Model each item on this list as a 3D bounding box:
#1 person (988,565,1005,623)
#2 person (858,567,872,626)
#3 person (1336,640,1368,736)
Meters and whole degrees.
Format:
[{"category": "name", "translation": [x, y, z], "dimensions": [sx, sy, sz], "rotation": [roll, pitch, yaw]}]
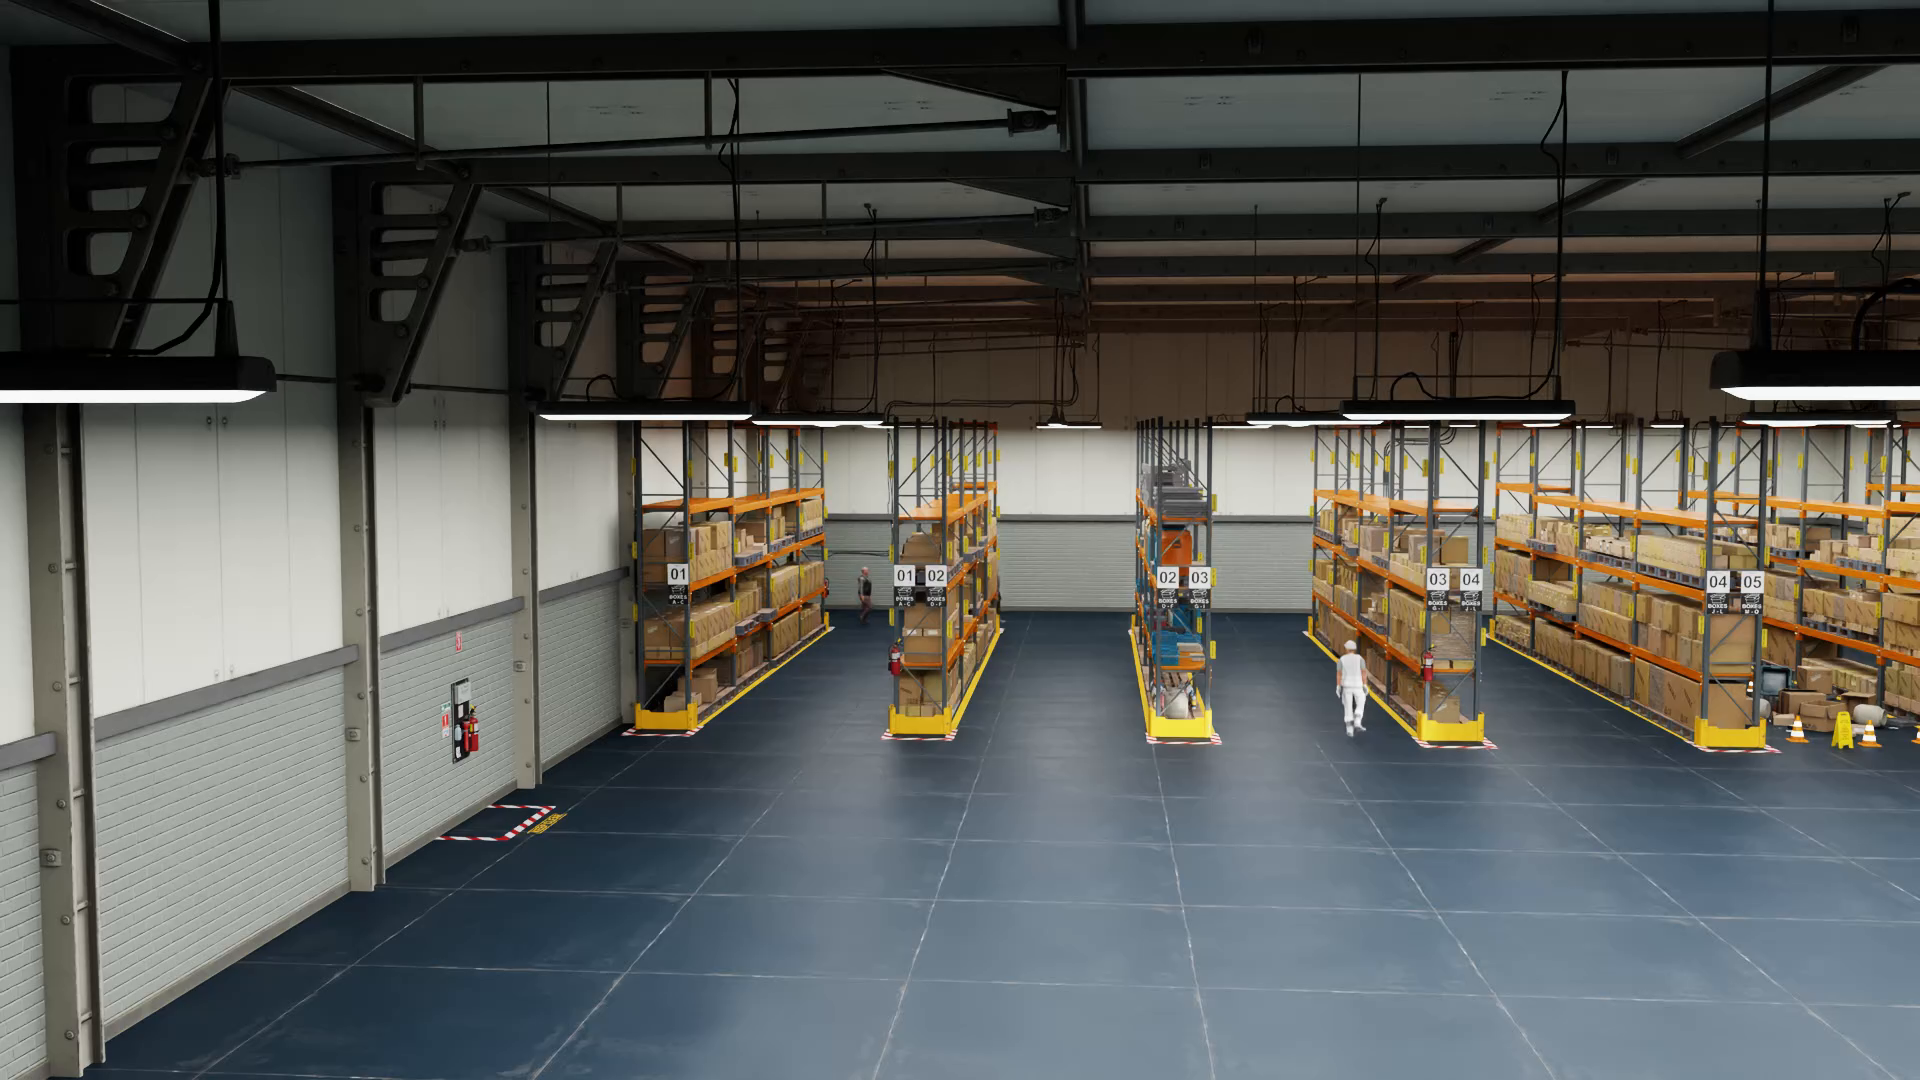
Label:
[{"category": "person", "translation": [0.983, 1.653, 49.450], "dimensions": [0.686, 1.652, 0.626], "rotation": [1, 4, 19]}, {"category": "person", "translation": [-2.775, 1.656, 48.966], "dimensions": [0.429, 1.727, 0.560], "rotation": [0, 4, 3]}, {"category": "person", "translation": [7.381, 2.781, 31.301], "dimensions": [0.588, 1.779, 0.481], "rotation": [1, 4, 16]}]
